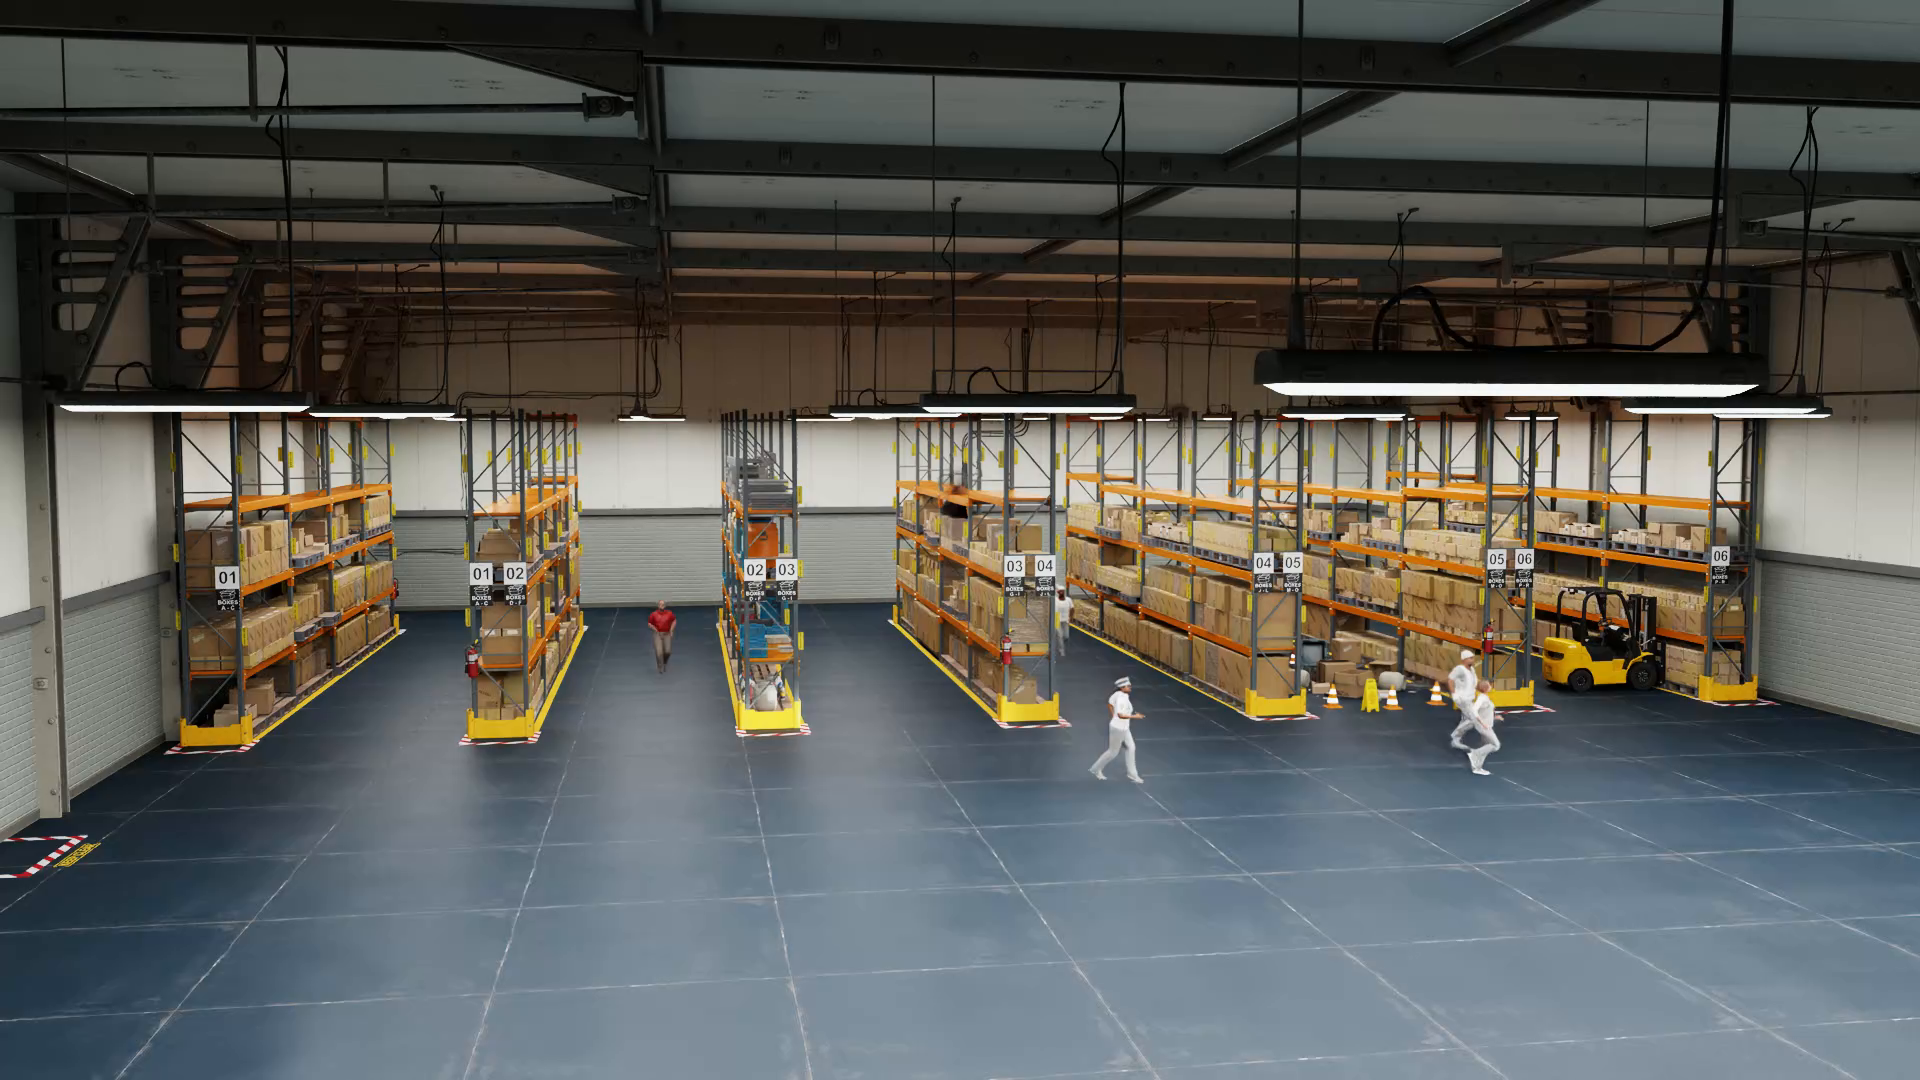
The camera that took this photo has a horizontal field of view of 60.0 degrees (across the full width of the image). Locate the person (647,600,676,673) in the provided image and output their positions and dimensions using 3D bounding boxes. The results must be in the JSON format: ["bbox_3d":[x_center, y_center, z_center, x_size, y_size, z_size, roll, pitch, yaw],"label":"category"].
[{"bbox_3d":[-6.805,2.222,38.090,0.672,1.683,0.577,-1,4,-16],"label":"person"}]

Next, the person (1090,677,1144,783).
[{"bbox_3d":[2.512,3.032,26.527,0.869,1.724,0.543,1,4,11],"label":"person"}]

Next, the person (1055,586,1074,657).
[{"bbox_3d":[2.481,1.992,41.116,0.714,1.737,0.650,-1,4,-12],"label":"person"}]

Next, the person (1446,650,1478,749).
[{"bbox_3d":[8.924,2.804,29.183,0.599,1.744,0.677,3,5,35],"label":"person"}]

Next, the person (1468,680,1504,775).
[{"bbox_3d":[8.580,3.055,27.112,0.537,1.558,0.530,1,4,20],"label":"person"}]
